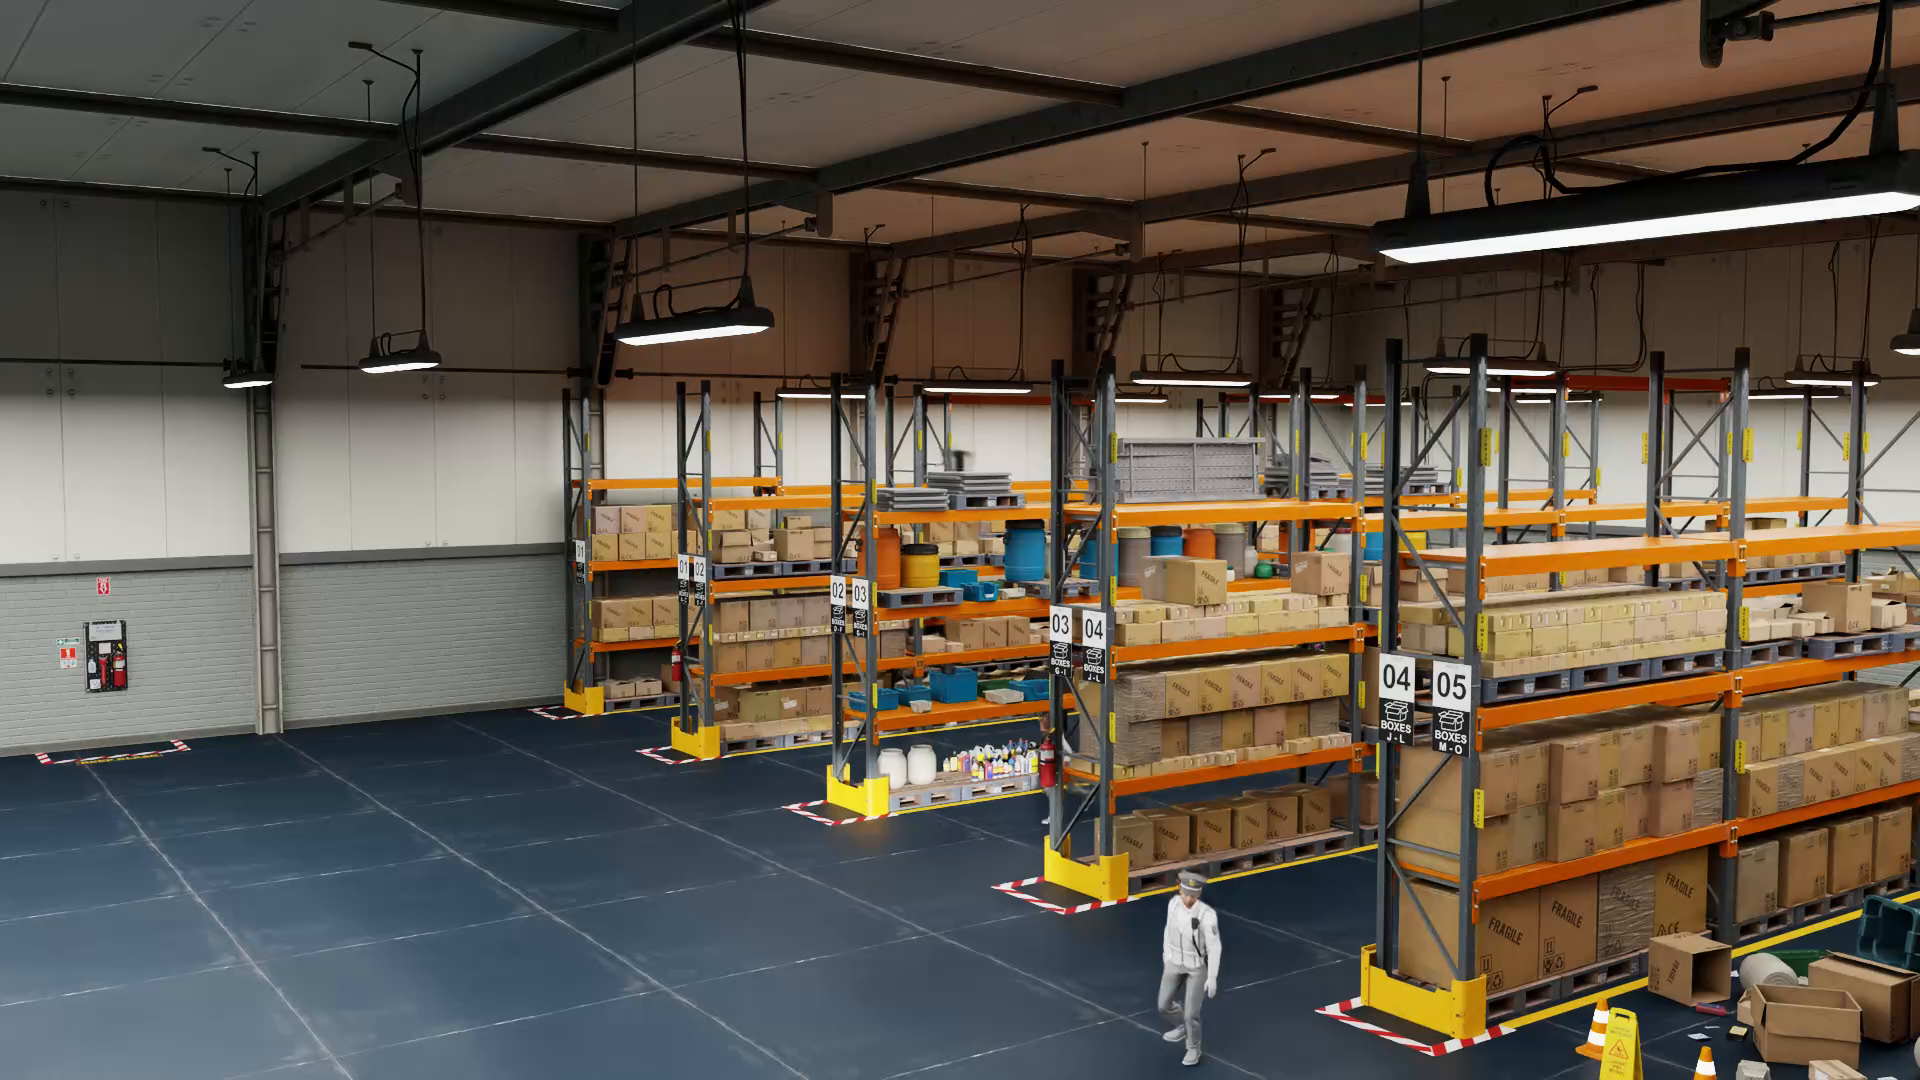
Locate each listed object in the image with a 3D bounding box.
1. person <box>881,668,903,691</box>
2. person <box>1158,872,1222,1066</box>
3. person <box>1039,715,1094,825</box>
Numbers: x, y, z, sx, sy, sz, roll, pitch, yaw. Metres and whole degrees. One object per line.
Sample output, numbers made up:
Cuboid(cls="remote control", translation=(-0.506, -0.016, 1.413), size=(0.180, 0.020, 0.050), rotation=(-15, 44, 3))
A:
Cuboid(cls="person", translation=(-1.300, 2.266, 32.321), size=(0.645, 1.656, 0.693), rotation=(3, 5, 39))
Cuboid(cls="person", translation=(1.888, 3.483, 13.609), size=(0.619, 1.623, 0.573), rotation=(2, 4, 33))
Cuboid(cls="person", translation=(1.436, 3.021, 22.100), size=(0.972, 1.451, 0.520), rotation=(-3, 5, -36))
